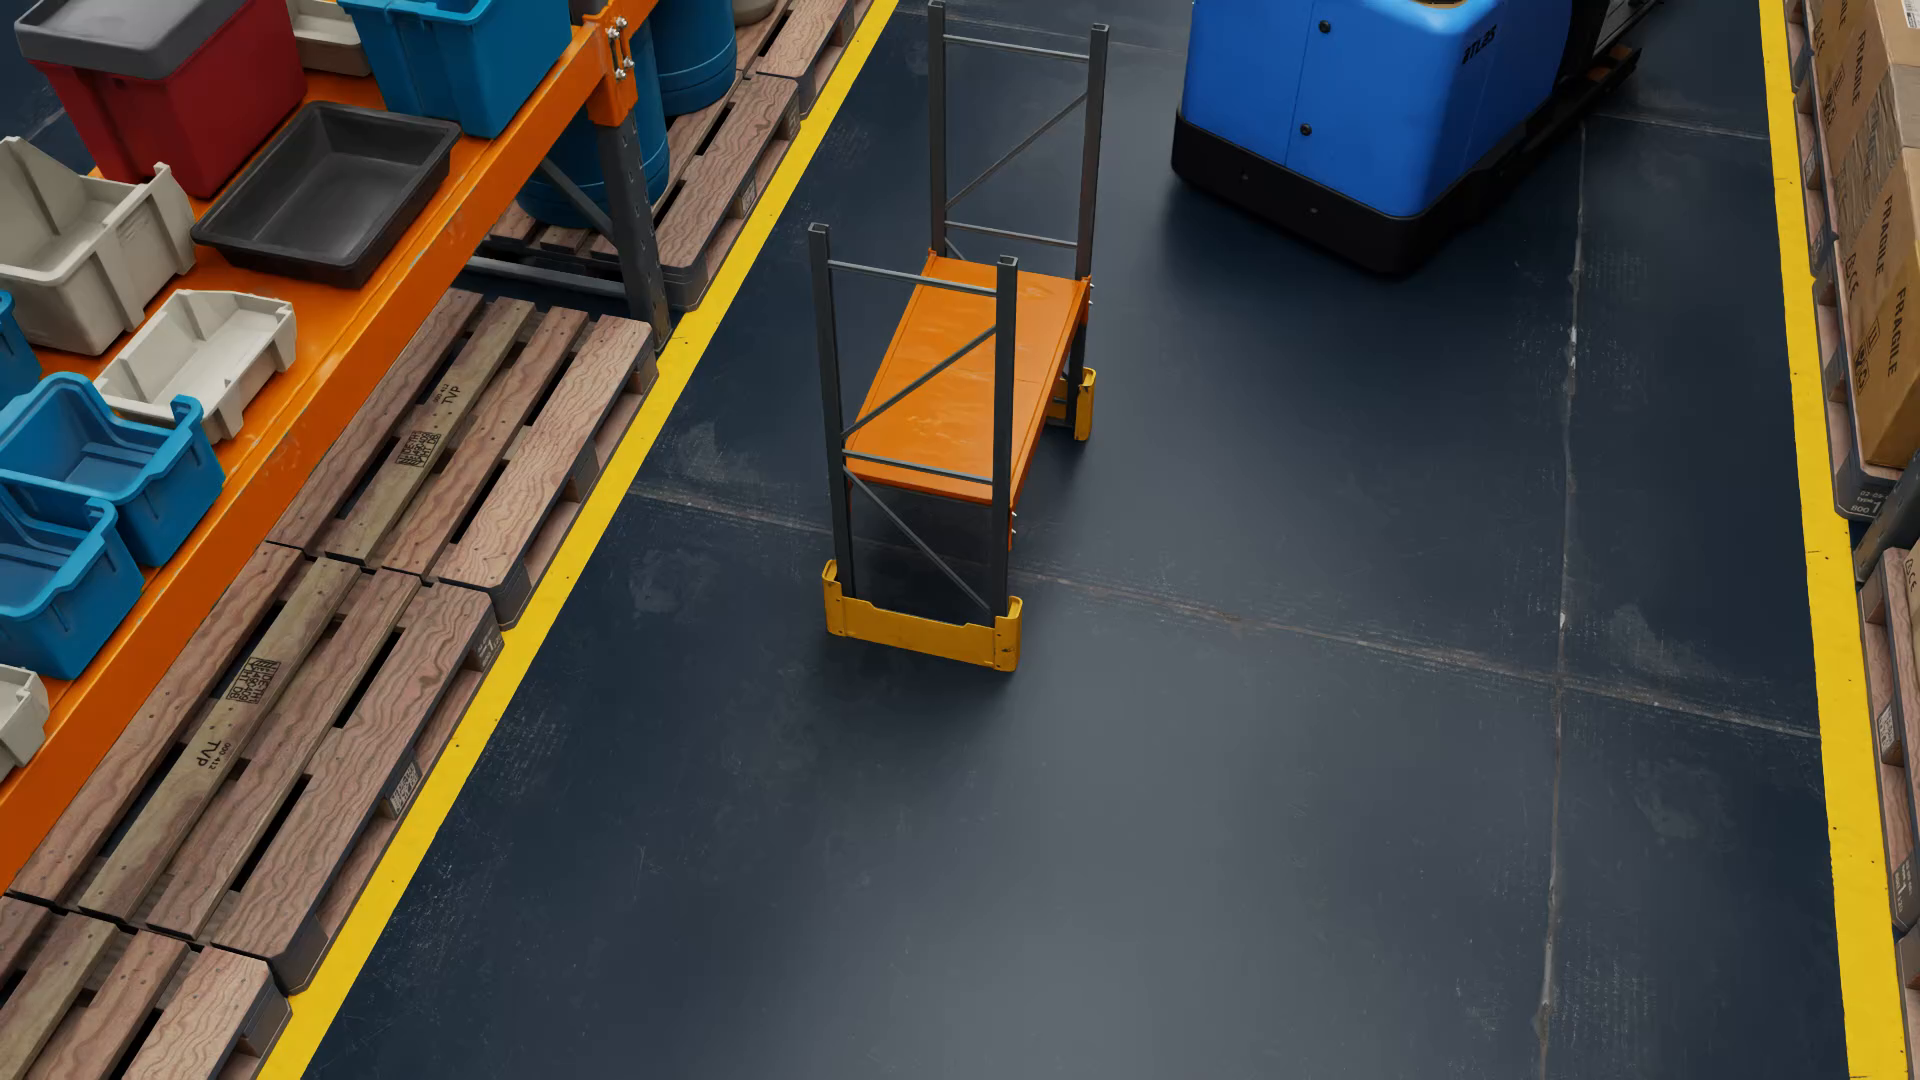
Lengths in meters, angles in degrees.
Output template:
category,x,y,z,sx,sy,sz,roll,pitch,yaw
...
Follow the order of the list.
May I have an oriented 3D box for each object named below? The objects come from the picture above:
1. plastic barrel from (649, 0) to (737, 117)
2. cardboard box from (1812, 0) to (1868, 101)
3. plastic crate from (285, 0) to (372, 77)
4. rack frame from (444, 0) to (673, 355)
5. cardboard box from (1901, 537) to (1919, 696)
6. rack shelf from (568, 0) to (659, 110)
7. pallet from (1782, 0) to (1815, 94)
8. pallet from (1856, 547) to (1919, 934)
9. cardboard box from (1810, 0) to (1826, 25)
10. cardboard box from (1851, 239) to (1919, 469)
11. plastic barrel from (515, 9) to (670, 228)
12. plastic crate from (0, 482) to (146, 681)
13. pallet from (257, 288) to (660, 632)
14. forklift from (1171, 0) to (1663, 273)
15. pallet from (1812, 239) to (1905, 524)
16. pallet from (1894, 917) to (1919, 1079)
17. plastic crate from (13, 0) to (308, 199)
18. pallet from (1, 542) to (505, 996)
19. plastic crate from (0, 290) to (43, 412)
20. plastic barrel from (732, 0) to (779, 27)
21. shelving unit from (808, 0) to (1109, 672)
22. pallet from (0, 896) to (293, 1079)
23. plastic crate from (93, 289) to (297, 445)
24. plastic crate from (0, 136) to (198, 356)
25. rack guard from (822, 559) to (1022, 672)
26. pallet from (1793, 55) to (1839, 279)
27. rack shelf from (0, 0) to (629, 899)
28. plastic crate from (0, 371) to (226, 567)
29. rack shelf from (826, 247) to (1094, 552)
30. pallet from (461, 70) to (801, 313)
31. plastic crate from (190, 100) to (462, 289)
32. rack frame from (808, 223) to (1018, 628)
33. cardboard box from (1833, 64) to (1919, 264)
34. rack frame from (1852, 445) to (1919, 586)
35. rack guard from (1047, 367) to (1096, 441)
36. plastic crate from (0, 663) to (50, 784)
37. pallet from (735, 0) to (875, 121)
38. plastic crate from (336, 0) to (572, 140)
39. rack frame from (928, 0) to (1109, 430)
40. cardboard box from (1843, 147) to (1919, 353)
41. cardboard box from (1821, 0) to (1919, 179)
category,x,y,z,sx,sy,sz,roll,pitch,yaw
plastic barrel,-1.172,-2.131,6.250,0.600,0.901,0.708,12,50,10
cardboard box,3.648,-2.001,6.389,0.500,0.500,0.500,11,49,10
plastic crate,-1.778,-1.408,4.628,0.396,0.136,0.243,12,50,10
rack frame,-1.518,-1.784,4.824,1.000,3.000,0.127,12,50,10
cardboard box,2.941,0.201,4.572,0.500,0.311,0.500,12,50,10
rack shelf,-0.991,-2.993,6.370,1.077,0.370,4.000,12,50,10
pallet,4.080,-2.242,7.088,1.003,0.211,1.213,12,50,10
pallet,3.078,0.615,4.566,1.003,0.211,1.213,12,50,10
cardboard box,3.785,-2.363,6.709,0.500,0.500,0.500,10,49,9
cardboard box,3.114,-0.536,5.096,0.500,0.500,0.500,11,50,10
plastic barrel,-1.358,-1.619,5.798,0.600,0.901,0.708,12,50,10
plastic crate,-1.841,0.079,3.252,0.416,0.233,0.300,12,50,10
pallet,-1.674,-0.322,5.393,1.003,0.211,1.213,12,50,10
forklift,2.159,-2.969,5.915,1.130,2.935,3.031,33,56,26
pallet,3.438,-0.477,5.530,1.003,0.211,1.213,12,50,10
pallet,2.759,1.501,3.785,1.003,0.211,1.213,12,50,10
plastic crate,-1.995,-1.229,4.251,0.402,0.464,0.583,12,50,10
pallet,-1.993,0.563,4.612,1.003,0.211,1.213,12,50,10
plastic crate,-2.277,-0.391,3.666,0.416,0.233,0.300,12,50,10
plastic barrel,-0.937,-2.393,6.741,0.421,0.512,0.421,0,49,0
shelving unit,0.020,-0.551,4.736,0.587,1.500,1.083,12,50,10
pallet,-2.316,1.443,3.836,1.003,0.211,1.213,12,50,10
plastic crate,-1.686,-0.398,3.736,0.293,0.136,0.466,12,50,10
plastic crate,-2.097,-0.697,3.903,0.437,0.282,0.530,12,50,10
rack guard,-0.111,0.222,4.887,0.587,0.250,0.087,12,50,10
pallet,3.757,-1.362,6.312,1.003,0.211,1.213,12,50,10
rack shelf,-2.044,-0.099,3.817,1.077,0.370,4.000,12,50,10
plastic crate,-1.762,-0.138,3.443,0.416,0.233,0.300,12,50,10
rack shelf,0.022,-0.439,4.877,0.538,0.185,1.000,12,50,10
pallet,-1.274,-1.411,6.355,1.003,0.211,1.213,12,50,10
plastic crate,-1.553,-0.850,4.143,0.437,0.125,0.590,12,50,10
rack frame,-0.111,-0.190,4.418,0.500,1.500,0.032,12,50,10
cardboard box,3.384,-1.254,5.730,0.500,0.500,0.500,12,50,11
rack frame,3.260,-0.804,3.959,1.000,3.000,0.127,12,50,10
rack guard,0.151,-0.498,5.523,0.587,0.250,0.087,12,50,10
plastic crate,-1.845,0.357,3.070,0.250,0.136,0.298,12,50,10
pallet,-0.955,-2.297,7.136,1.003,0.211,1.213,12,50,10
plastic crate,-1.311,-1.394,4.450,0.392,0.384,0.575,12,50,10
rack frame,0.156,-0.926,5.067,0.500,1.500,0.032,12,50,10
cardboard box,3.252,-0.892,5.410,0.500,0.500,0.500,12,50,10
cardboard box,3.516,-1.623,6.055,0.500,0.500,0.500,10,49,9
